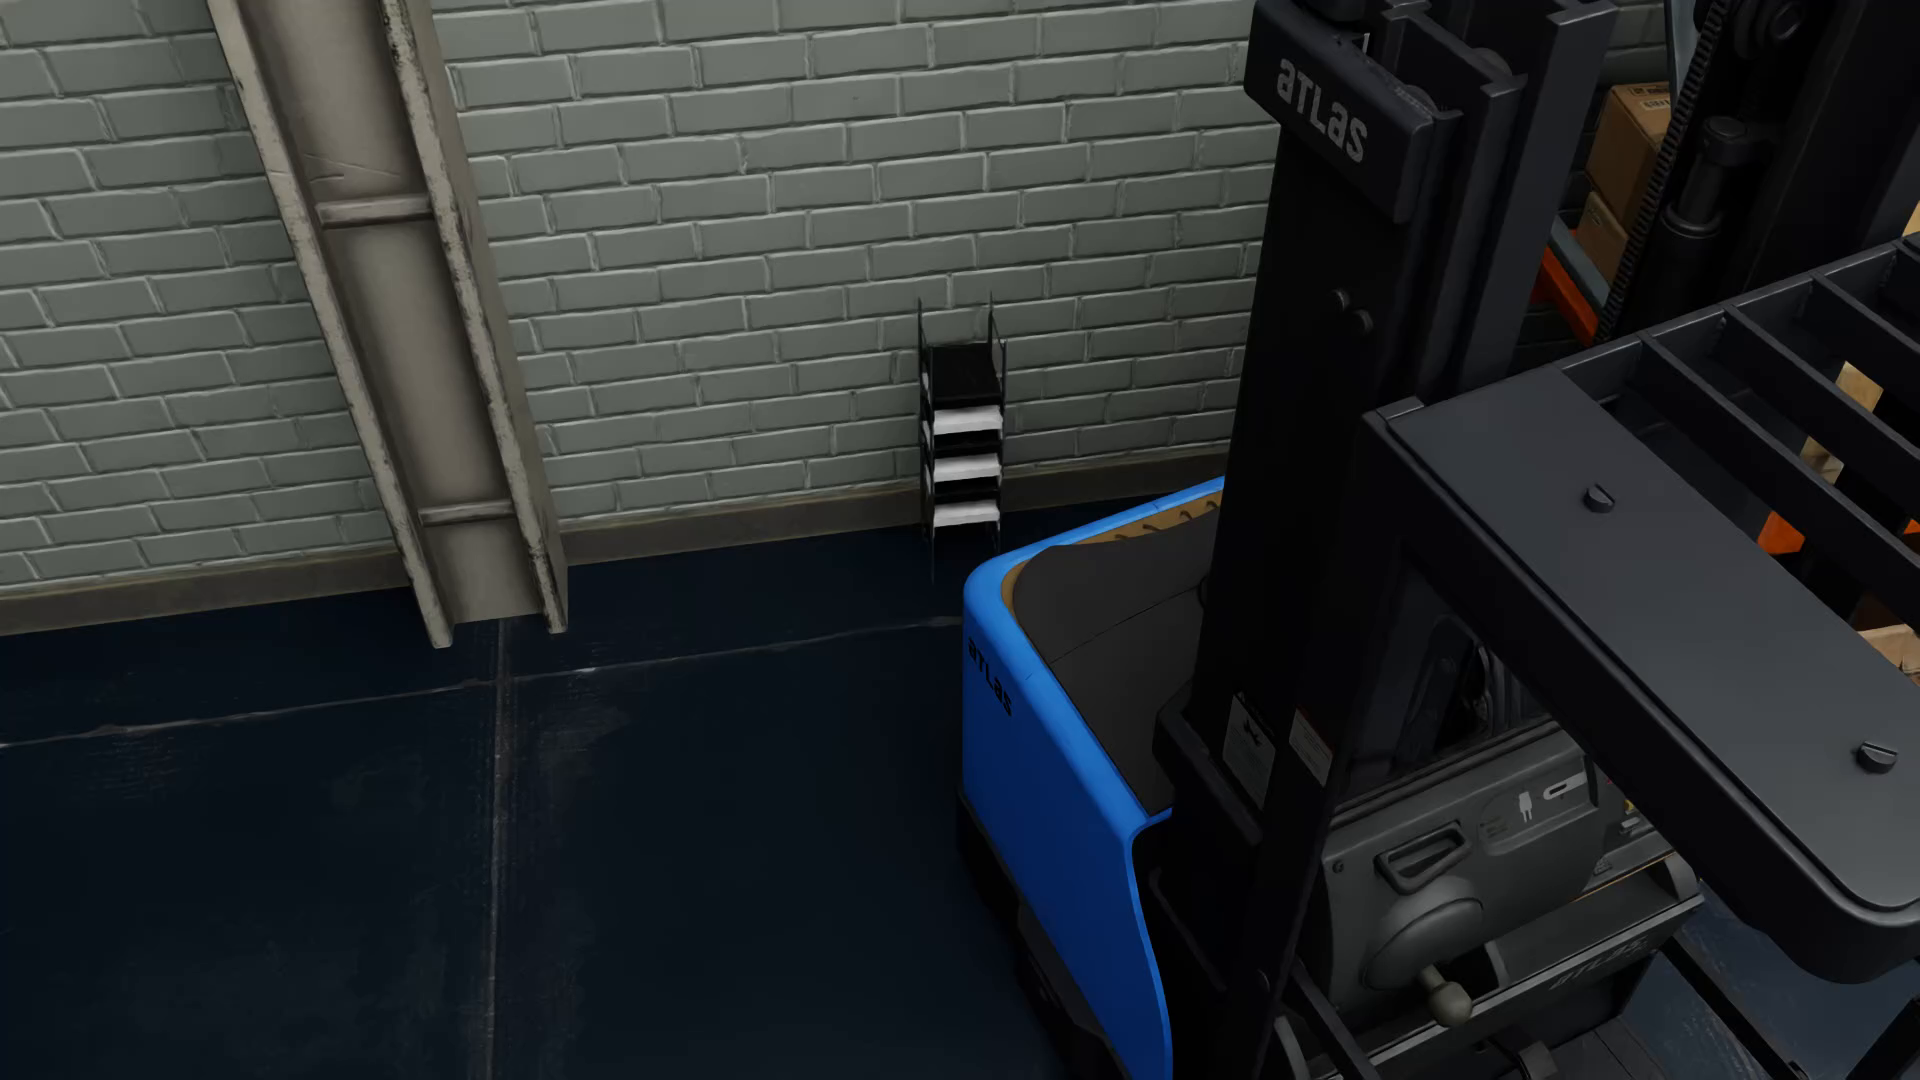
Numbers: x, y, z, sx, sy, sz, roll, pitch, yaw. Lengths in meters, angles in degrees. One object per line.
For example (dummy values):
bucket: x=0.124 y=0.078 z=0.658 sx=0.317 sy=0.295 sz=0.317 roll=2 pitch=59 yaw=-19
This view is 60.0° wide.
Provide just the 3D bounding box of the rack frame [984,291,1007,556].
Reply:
rack frame: x=0.102 y=-0.295 z=4.904 sx=0.006 sy=0.900 sz=0.240 roll=-6 pitch=45 yaw=-7

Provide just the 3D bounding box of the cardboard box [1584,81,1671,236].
cardboard box: x=1.820 y=-0.839 z=3.873 sx=0.500 sy=0.250 sz=0.500 roll=-6 pitch=46 yaw=-6

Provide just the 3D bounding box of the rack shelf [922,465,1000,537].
rack shelf: x=0.001 y=-0.131 z=5.041 sx=0.200 sy=0.077 sz=0.258 roll=-6 pitch=45 yaw=-7

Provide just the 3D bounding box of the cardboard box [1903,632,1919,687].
cardboard box: x=2.457 y=0.268 z=4.597 sx=0.250 sy=0.149 sz=0.380 roll=-9 pitch=47 yaw=-8

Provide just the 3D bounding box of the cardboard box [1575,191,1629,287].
cardboard box: x=1.693 y=-0.687 z=4.003 sx=0.250 sy=0.149 sz=0.380 roll=-8 pitch=47 yaw=-7

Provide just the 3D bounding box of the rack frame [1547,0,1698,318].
rack frame: x=1.412 y=-0.543 z=3.690 sx=0.127 sy=3.000 sz=1.000 roll=-7 pitch=46 yaw=-7

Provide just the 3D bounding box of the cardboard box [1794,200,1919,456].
cardboard box: x=1.905 y=-0.458 z=3.506 sx=0.500 sy=0.250 sz=0.500 roll=-7 pitch=46 yaw=-7

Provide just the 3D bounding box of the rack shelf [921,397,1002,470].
rack shelf: x=0.002 y=-0.325 z=4.852 sx=0.200 sy=0.077 sz=0.258 roll=-6 pitch=45 yaw=-7

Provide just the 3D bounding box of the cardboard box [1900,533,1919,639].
cardboard box: x=2.880 y=0.094 z=4.521 sx=0.500 sy=0.500 sz=0.700 roll=-5 pitch=46 yaw=-5

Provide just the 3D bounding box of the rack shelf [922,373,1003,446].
rack shelf: x=0.003 y=-0.389 z=4.789 sx=0.200 sy=0.077 sz=0.258 roll=-6 pitch=45 yaw=-7

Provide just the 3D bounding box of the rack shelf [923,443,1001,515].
rack shelf: x=0.001 y=-0.196 z=4.978 sx=0.200 sy=0.077 sz=0.258 roll=-6 pitch=45 yaw=-7

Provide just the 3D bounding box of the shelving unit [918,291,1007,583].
shelving unit: x=0.002 y=-0.284 z=4.892 sx=0.210 sy=0.900 sz=0.258 roll=-6 pitch=45 yaw=-7

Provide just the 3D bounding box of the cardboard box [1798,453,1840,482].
cardboard box: x=1.783 y=-0.301 z=3.632 sx=0.250 sy=0.149 sz=0.380 roll=-7 pitch=47 yaw=-7

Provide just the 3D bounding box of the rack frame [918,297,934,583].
rack frame: x=-0.098 y=-0.273 z=4.880 sx=0.006 sy=0.900 sz=0.240 roll=-6 pitch=45 yaw=-7

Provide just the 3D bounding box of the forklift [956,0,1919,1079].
forklift: x=1.088 y=0.594 z=2.643 sx=1.130 sy=2.935 sz=3.031 roll=-19 pitch=49 yaw=-18

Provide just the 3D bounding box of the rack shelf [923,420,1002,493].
rack shelf: x=0.002 y=-0.260 z=4.915 sx=0.200 sy=0.077 sz=0.258 roll=-6 pitch=45 yaw=-7

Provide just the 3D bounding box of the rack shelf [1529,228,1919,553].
rack shelf: x=3.383 y=-0.539 z=4.186 sx=4.000 sy=0.370 sz=1.077 roll=-7 pitch=46 yaw=-7

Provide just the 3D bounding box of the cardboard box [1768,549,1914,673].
cardboard box: x=2.031 y=0.170 z=4.445 sx=0.637 sy=0.503 sz=0.797 roll=-9 pitch=47 yaw=-8

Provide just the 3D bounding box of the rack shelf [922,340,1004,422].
rack shelf: x=0.004 y=-0.453 z=4.726 sx=0.200 sy=0.077 sz=0.258 roll=-6 pitch=45 yaw=-7
